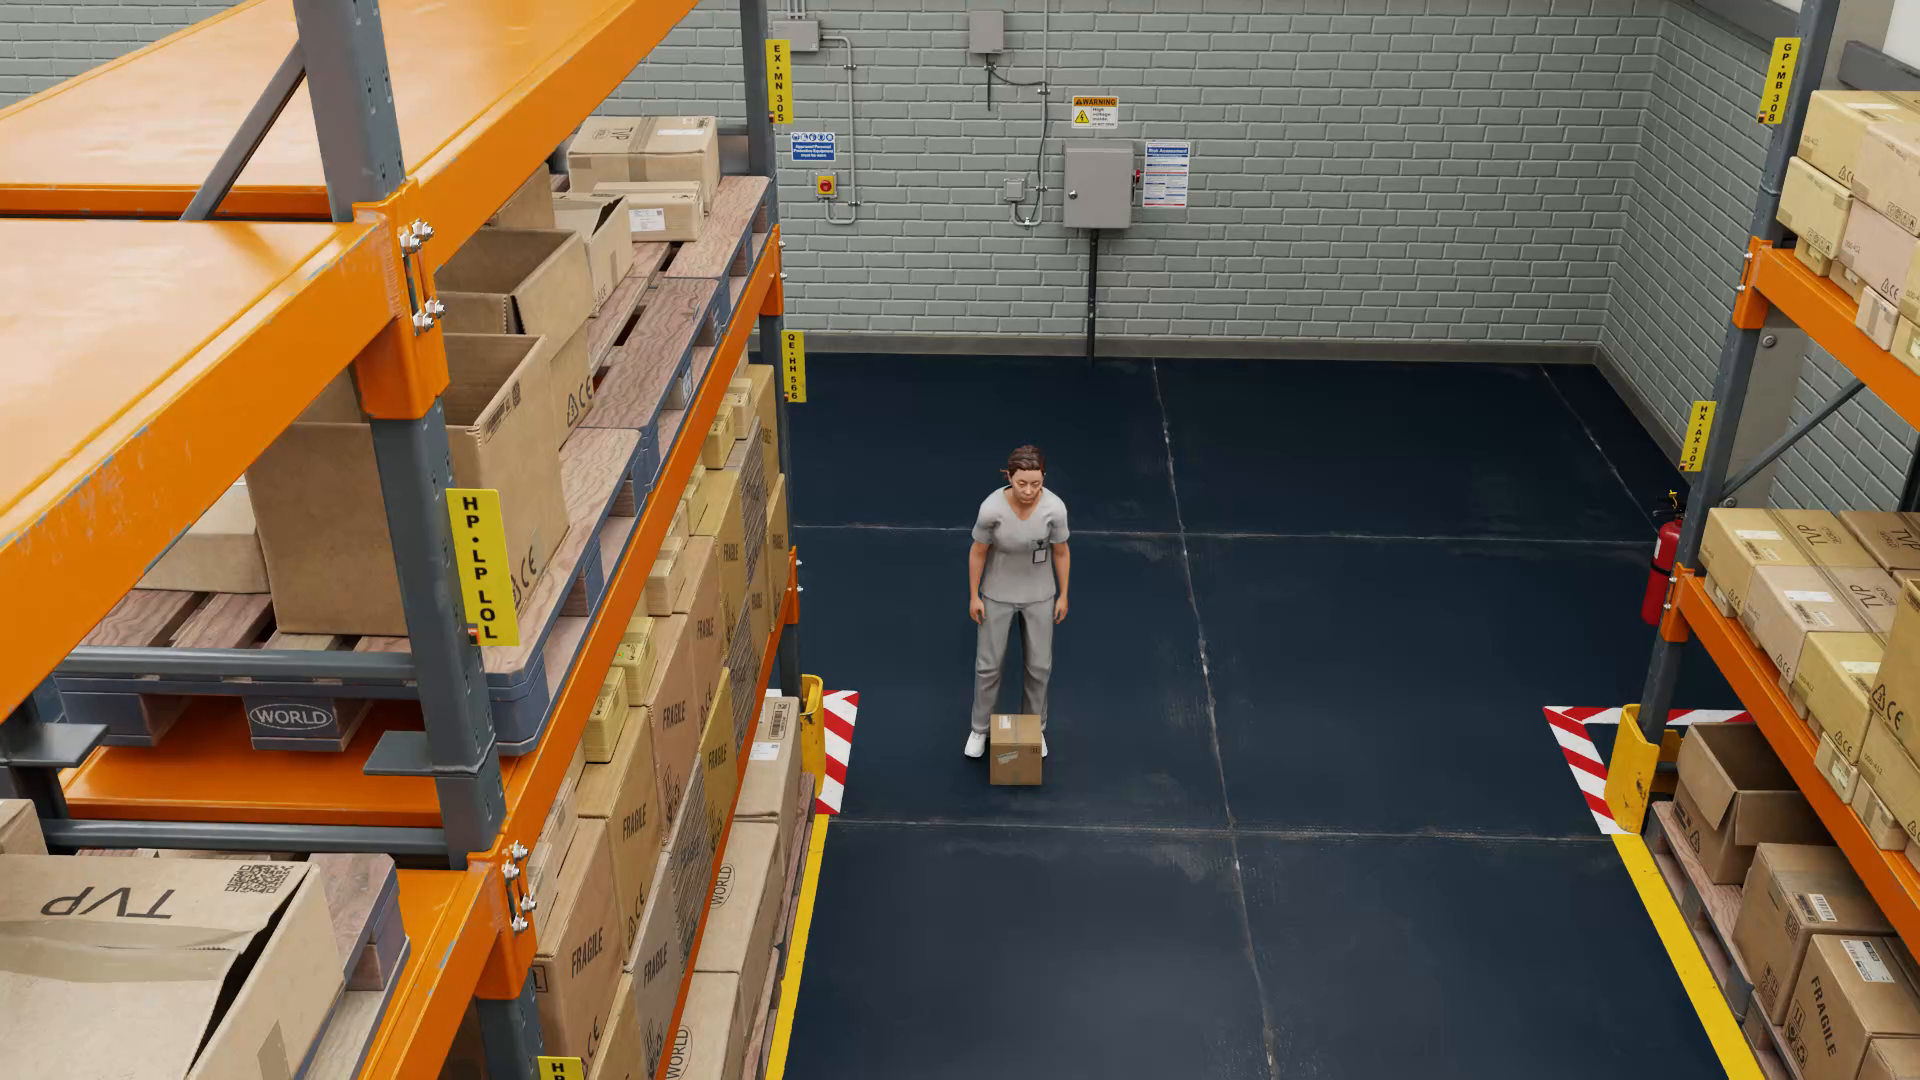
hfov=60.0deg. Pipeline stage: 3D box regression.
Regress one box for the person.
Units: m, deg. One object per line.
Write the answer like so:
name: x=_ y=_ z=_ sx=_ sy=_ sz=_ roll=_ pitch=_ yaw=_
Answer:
person: x=0.277 y=0.290 z=8.081 sx=0.513 sy=1.671 sz=0.364 roll=-1 pitch=28 yaw=-1
